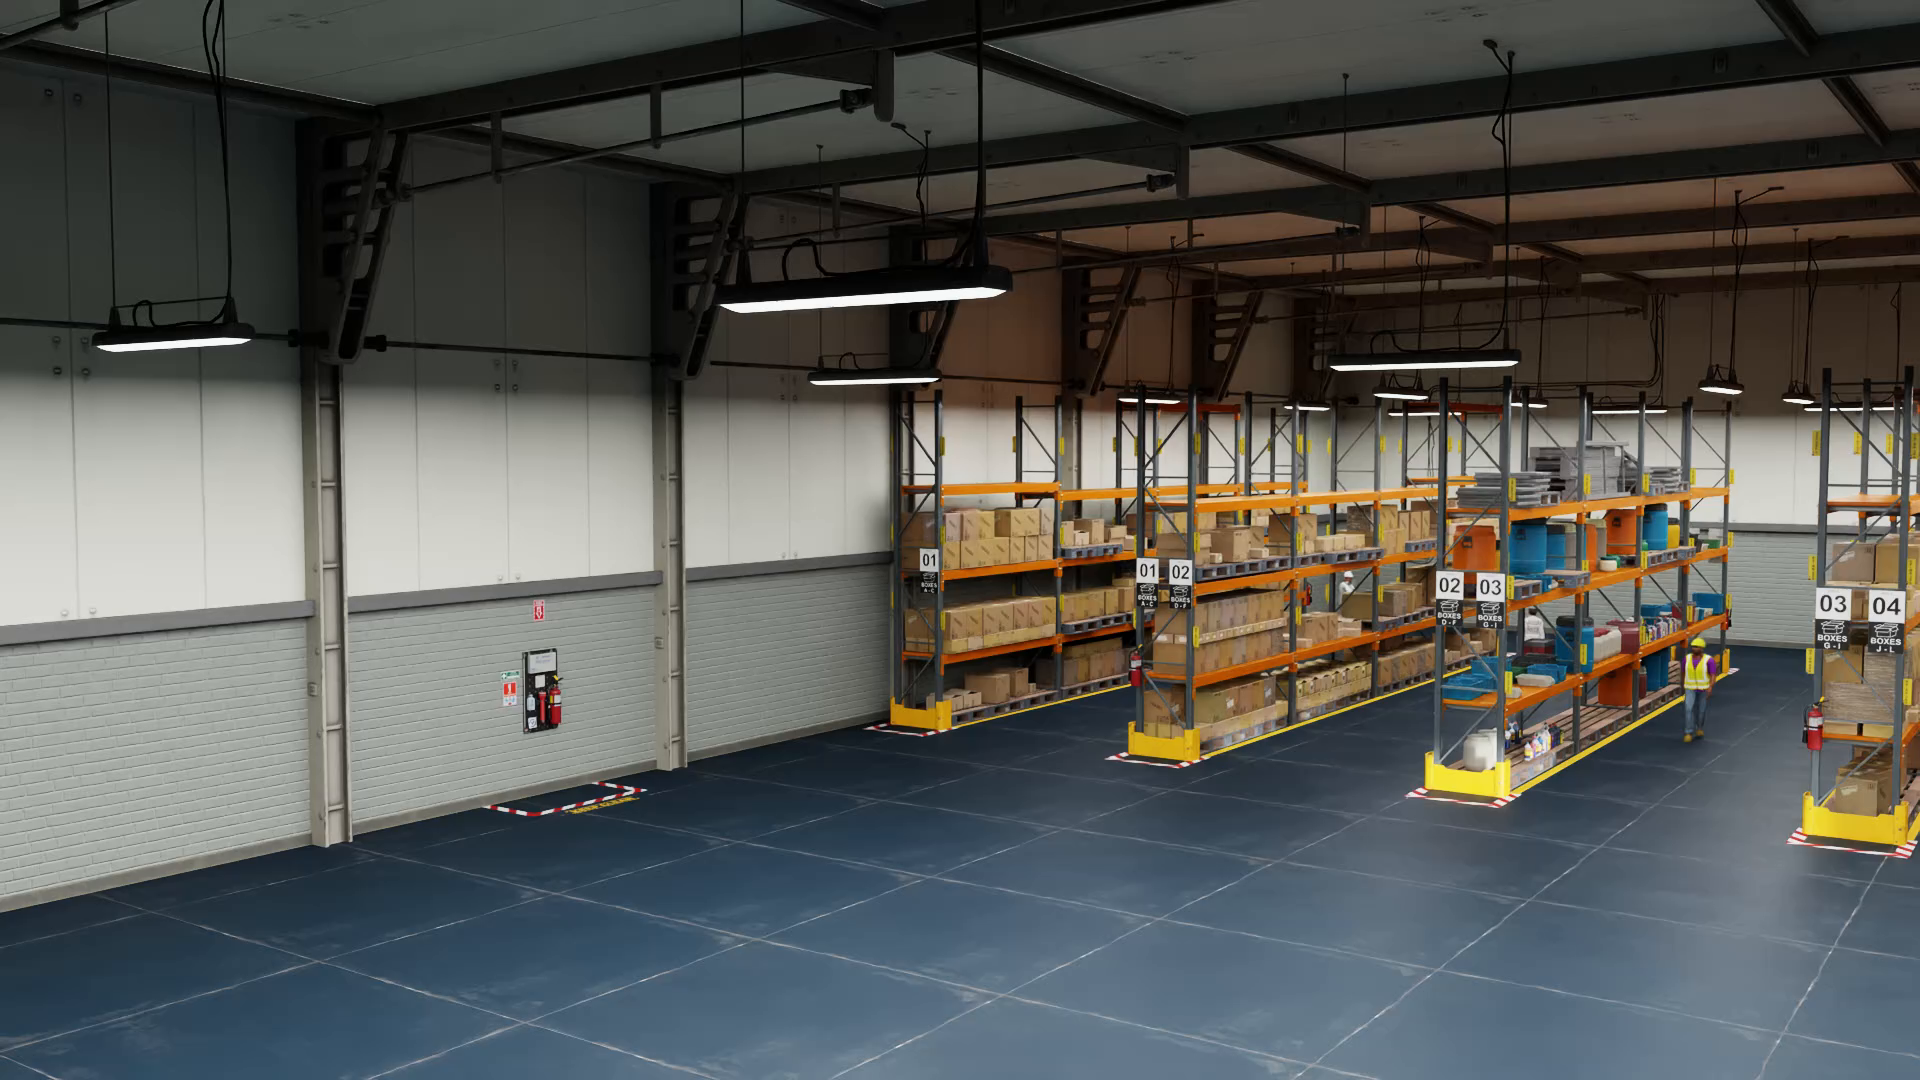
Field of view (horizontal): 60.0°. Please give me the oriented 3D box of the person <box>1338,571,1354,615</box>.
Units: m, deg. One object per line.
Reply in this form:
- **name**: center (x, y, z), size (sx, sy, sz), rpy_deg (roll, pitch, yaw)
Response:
- **person**: center (9.971, 1.687, 43.039), size (0.577, 1.764, 0.619), rpy_deg (-3, 4, -38)

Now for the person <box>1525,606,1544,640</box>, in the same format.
- **person**: center (12.024, 2.196, 34.948), size (0.526, 1.681, 0.433), rpy_deg (0, 3, 1)

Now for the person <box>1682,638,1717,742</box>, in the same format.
- **person**: center (12.544, 2.524, 28.226), size (0.530, 1.697, 1.047), rpy_deg (1, 3, 22)
